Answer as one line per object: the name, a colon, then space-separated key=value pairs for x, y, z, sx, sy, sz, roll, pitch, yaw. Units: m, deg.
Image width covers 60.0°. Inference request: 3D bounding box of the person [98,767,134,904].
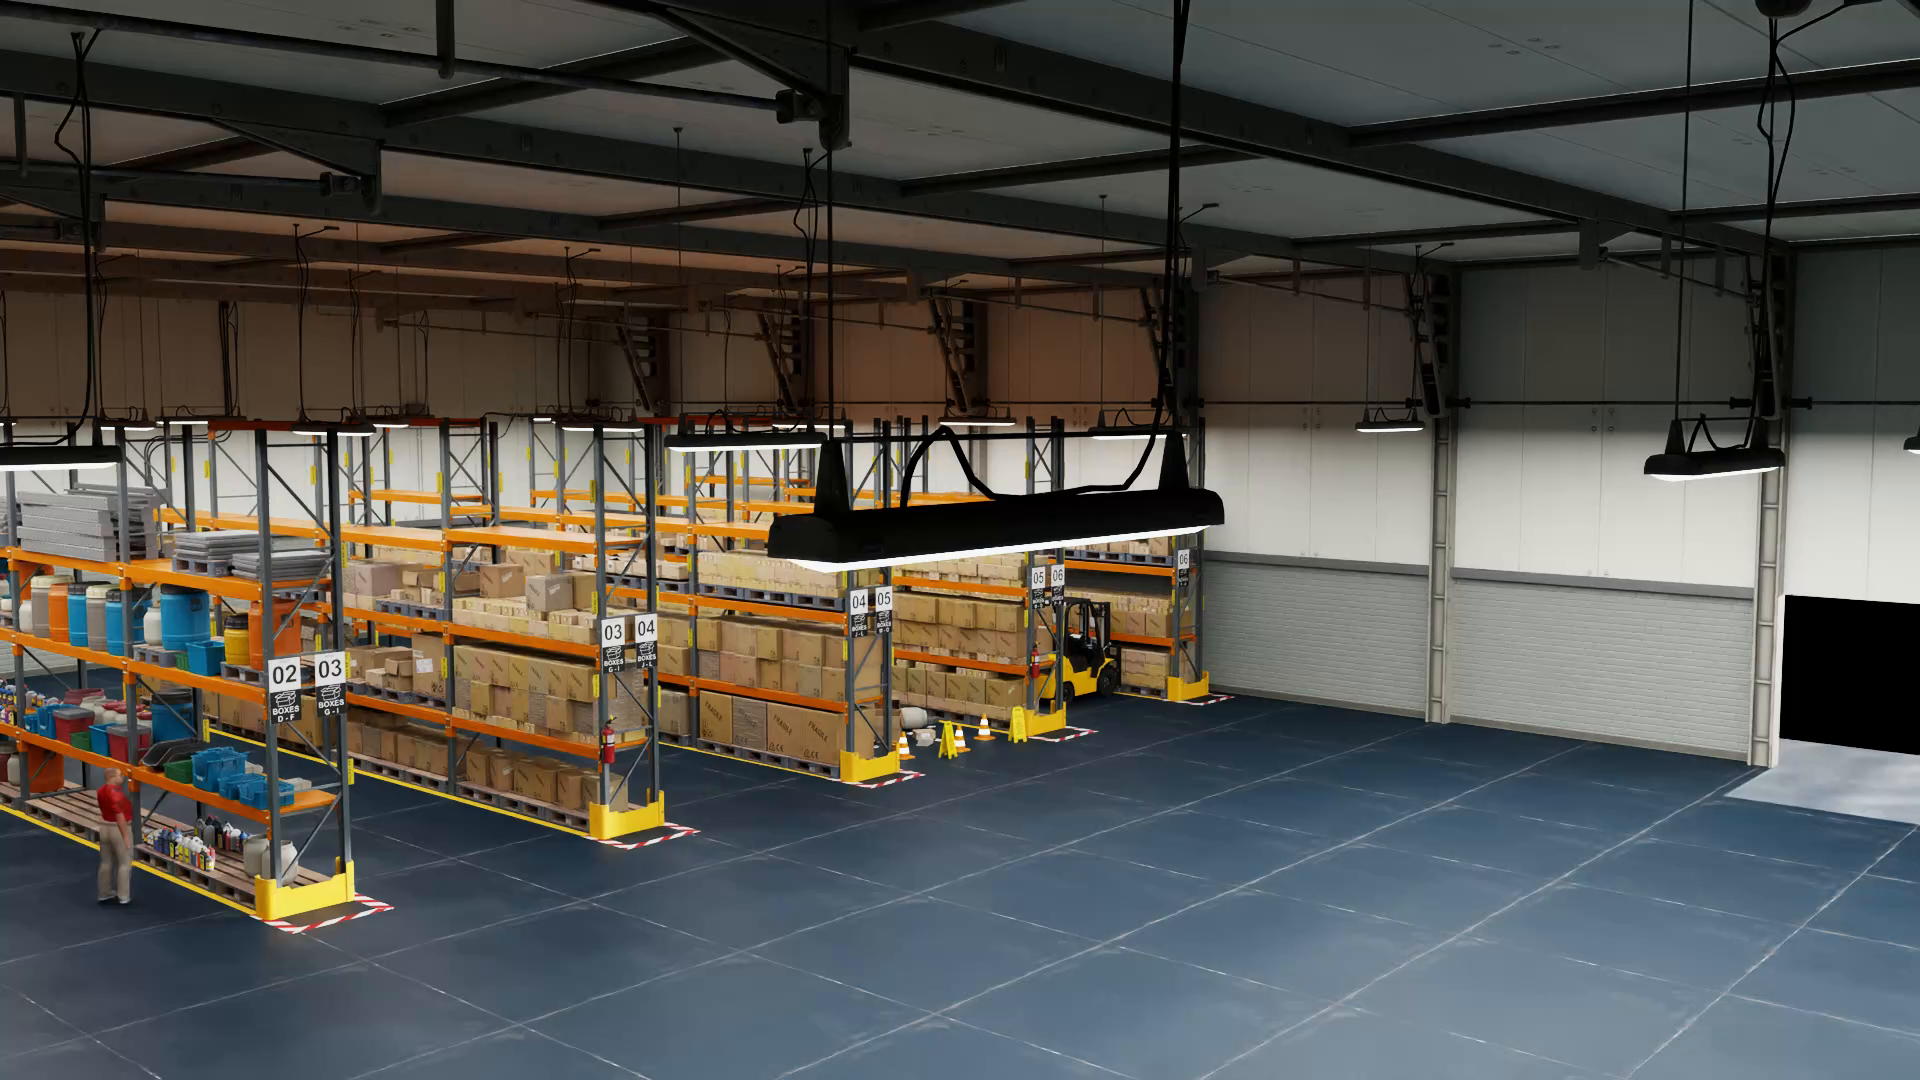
person: x=-10.681 y=3.716 z=21.020 sx=0.589 sy=1.738 sz=0.386 roll=2 pitch=5 yaw=22
